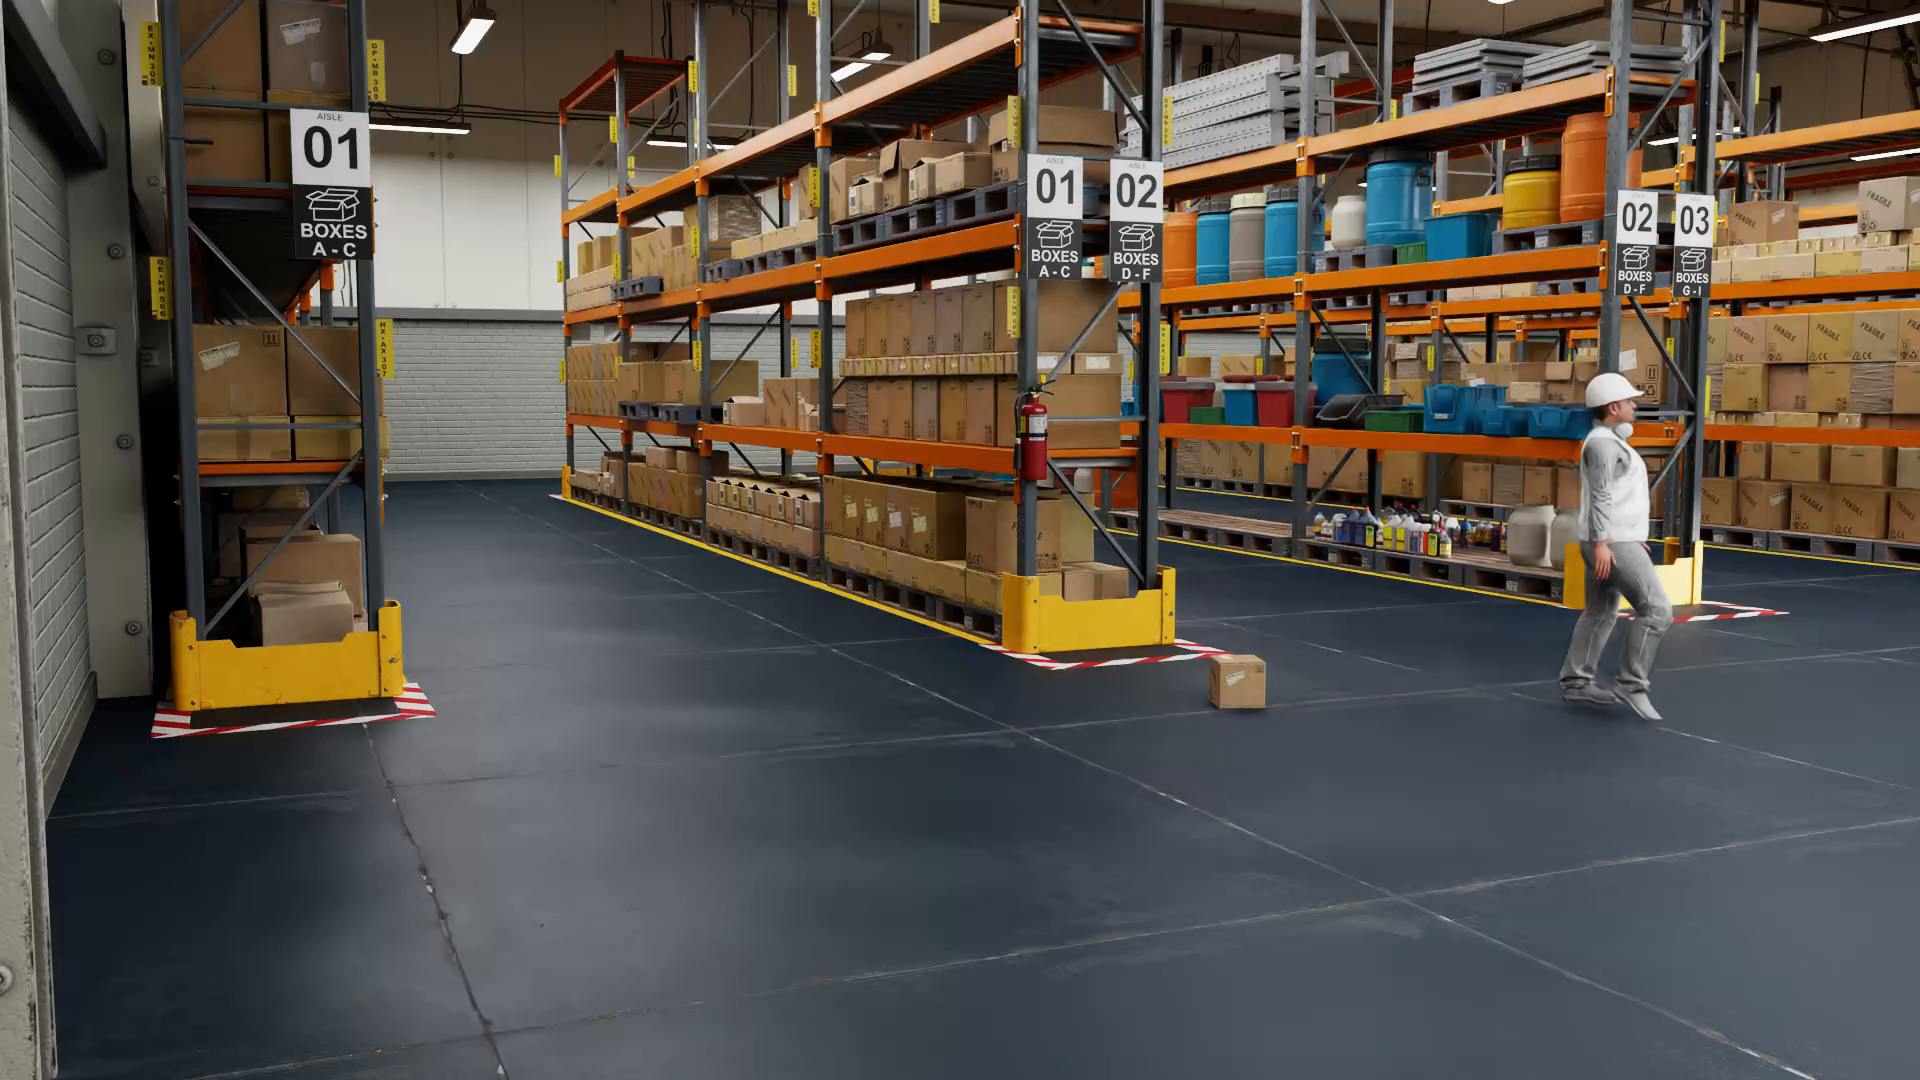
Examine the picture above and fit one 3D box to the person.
[{"bbox_3d":[3.473,0.040,8.788,0.536,1.836,0.572,2,6,16],"label":"person"}]
